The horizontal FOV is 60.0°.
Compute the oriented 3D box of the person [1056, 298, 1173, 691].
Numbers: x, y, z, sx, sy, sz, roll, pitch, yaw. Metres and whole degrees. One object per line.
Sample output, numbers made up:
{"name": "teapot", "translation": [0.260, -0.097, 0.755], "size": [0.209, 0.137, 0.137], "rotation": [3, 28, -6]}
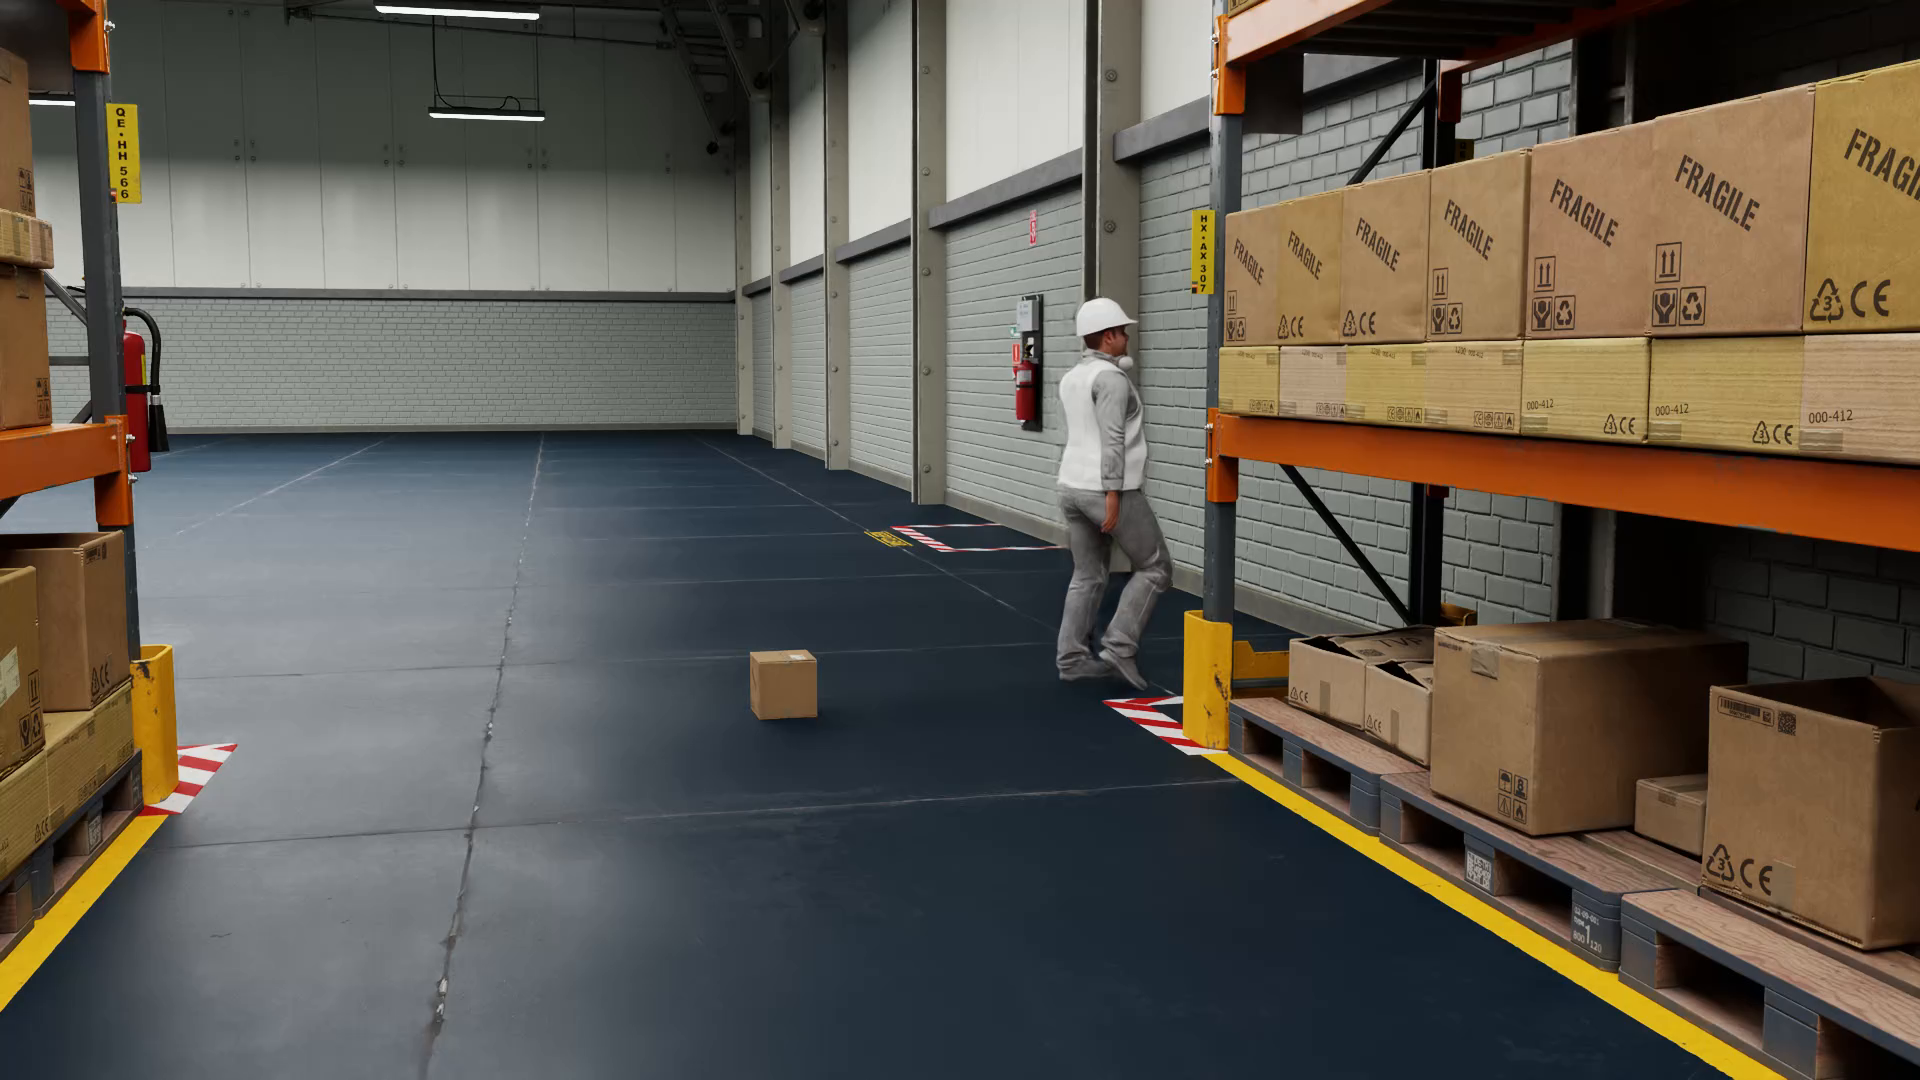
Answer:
{"name": "person", "translation": [0.688, -0.201, 7.696], "size": [0.501, 1.816, 0.547], "rotation": [-3, 7, -25]}
